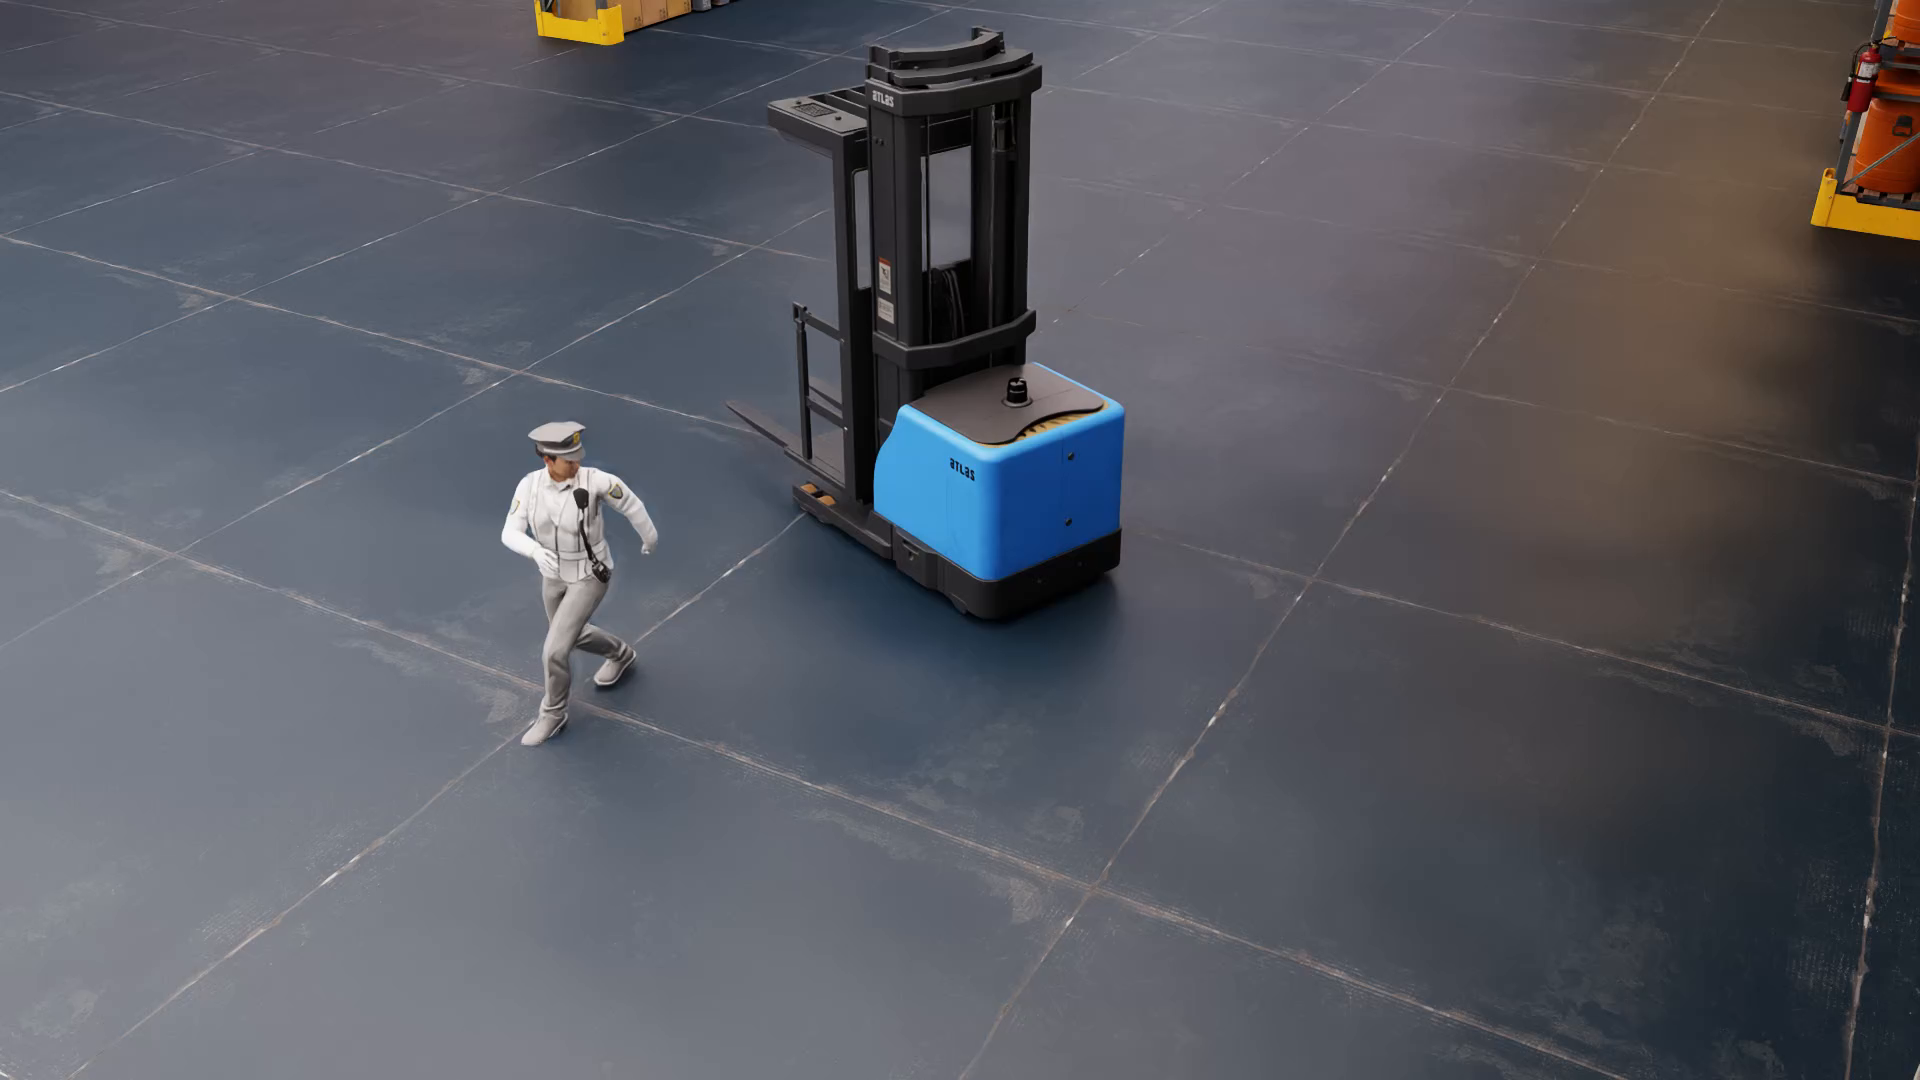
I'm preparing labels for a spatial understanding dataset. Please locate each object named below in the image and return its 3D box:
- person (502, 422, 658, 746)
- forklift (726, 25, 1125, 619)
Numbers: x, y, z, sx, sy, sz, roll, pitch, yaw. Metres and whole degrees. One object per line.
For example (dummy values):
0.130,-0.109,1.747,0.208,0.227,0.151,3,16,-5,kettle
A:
-1.898,0.172,8.163,0.506,1.599,0.883,14,33,23,person
-0.378,-1.510,9.687,1.130,2.935,3.031,-21,36,-32,forklift
